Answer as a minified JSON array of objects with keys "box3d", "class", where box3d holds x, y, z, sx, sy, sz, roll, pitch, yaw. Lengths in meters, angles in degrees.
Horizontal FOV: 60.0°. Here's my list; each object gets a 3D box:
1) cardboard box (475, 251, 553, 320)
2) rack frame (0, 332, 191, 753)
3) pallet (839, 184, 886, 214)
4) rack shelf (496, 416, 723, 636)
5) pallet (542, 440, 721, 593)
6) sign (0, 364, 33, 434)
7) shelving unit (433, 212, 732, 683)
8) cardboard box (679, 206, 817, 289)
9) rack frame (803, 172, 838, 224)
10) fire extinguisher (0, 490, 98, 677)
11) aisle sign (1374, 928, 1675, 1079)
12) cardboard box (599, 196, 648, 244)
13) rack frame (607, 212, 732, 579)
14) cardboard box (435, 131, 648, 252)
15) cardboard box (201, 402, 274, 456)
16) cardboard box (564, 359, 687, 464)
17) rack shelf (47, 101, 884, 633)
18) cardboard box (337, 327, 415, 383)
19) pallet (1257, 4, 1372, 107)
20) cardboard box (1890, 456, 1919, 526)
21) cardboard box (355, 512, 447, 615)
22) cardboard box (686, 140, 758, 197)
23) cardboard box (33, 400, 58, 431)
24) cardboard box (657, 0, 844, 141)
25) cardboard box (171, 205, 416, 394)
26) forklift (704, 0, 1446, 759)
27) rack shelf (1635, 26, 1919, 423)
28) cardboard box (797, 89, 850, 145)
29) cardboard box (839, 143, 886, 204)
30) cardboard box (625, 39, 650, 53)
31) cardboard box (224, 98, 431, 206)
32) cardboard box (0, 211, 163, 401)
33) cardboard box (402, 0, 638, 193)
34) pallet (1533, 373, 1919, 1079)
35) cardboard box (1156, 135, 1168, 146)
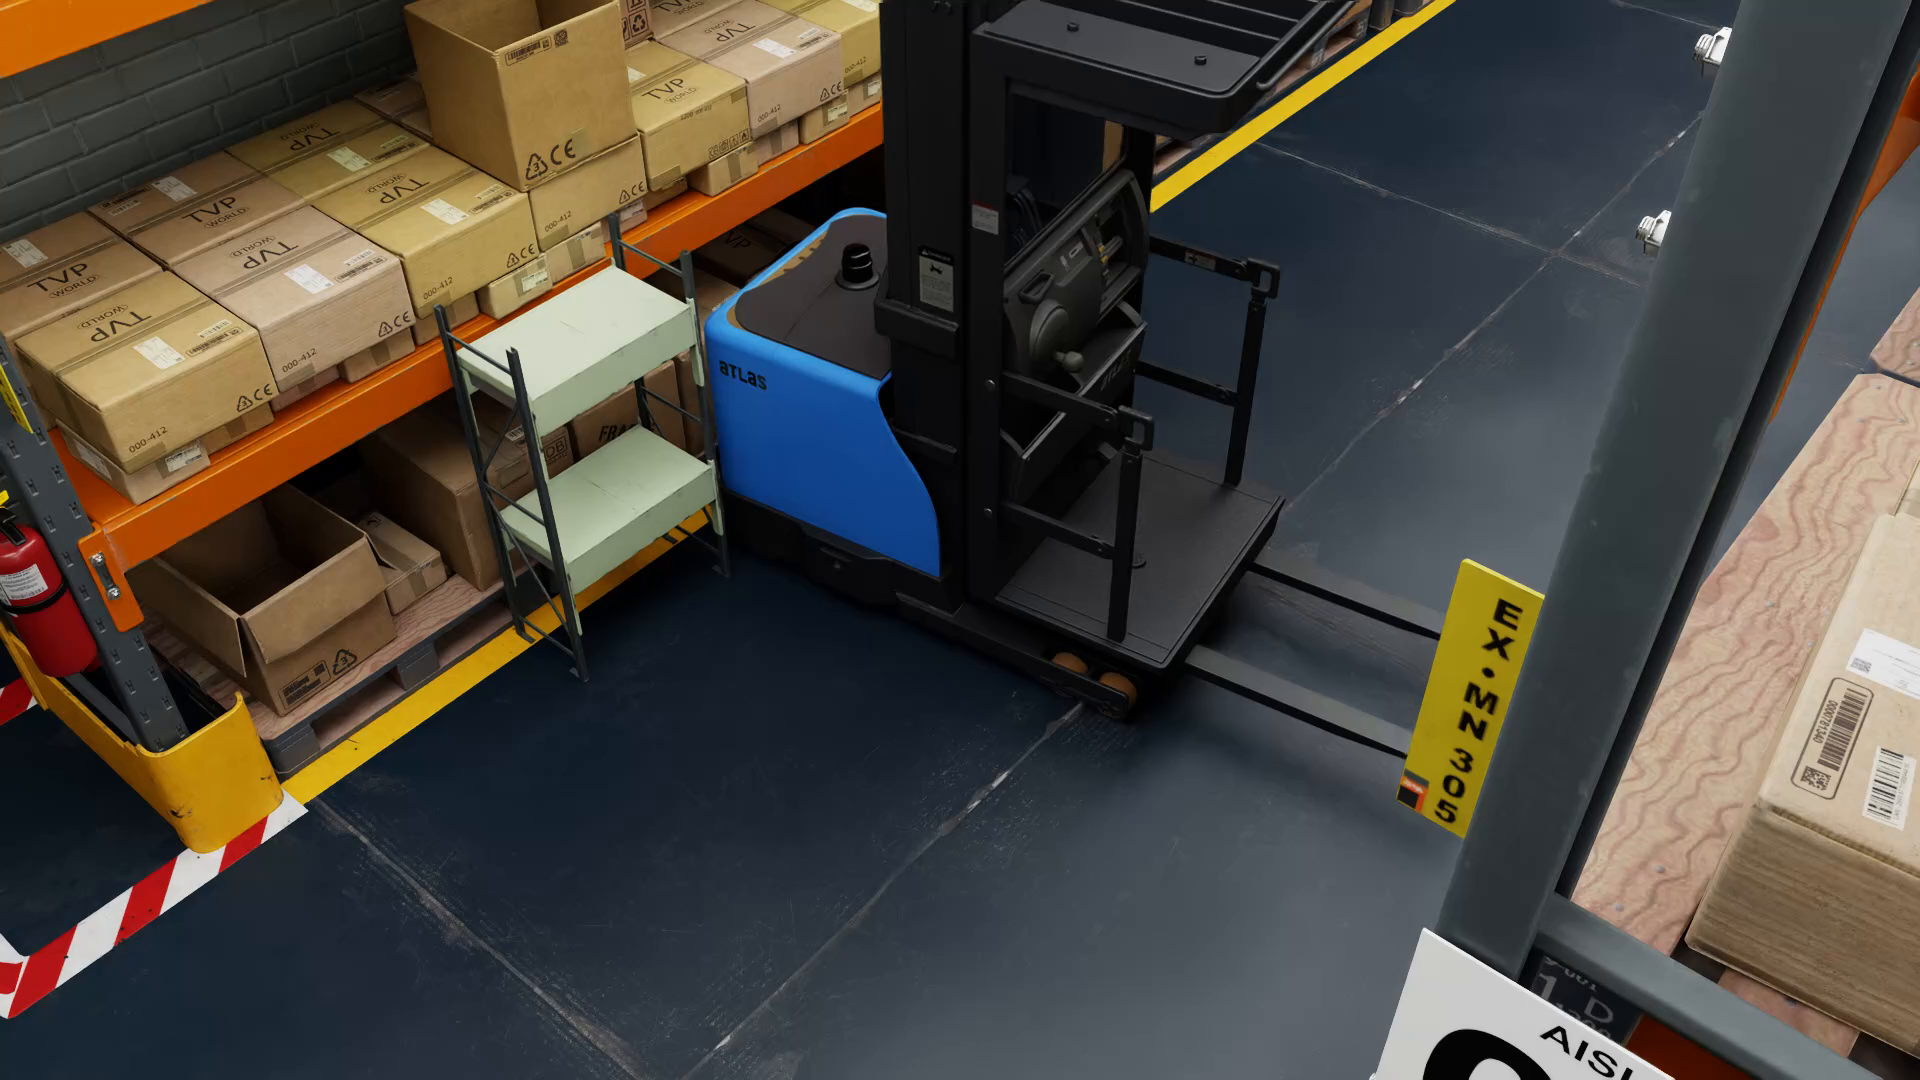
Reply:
[{"box3d":[-1.635,-0.939,5.739,0.380,0.149,0.250,28,49,27],"class":"cardboard box"},{"box3d":[-2.924,-0.339,4.893,1.000,3.000,0.127,29,50,28],"class":"rack frame"},{"box3d":[0.145,-1.802,8.575,1.003,0.211,1.213,29,50,28],"class":"pallet"},{"box3d":[-1.300,-0.063,6.189,0.431,0.370,0.720,29,50,28],"class":"rack shelf"},{"box3d":[-1.577,-0.383,7.014,1.003,0.211,1.213,29,50,28],"class":"pallet"},{"box3d":[-2.508,-0.425,4.344,0.100,0.325,0.005,29,50,28],"class":"sign"},{"box3d":[-1.300,-0.304,5.969,0.431,1.500,0.755,29,50,28],"class":"shelving unit"},{"box3d":[-0.955,-1.322,7.660,0.500,0.311,0.500,31,51,30],"class":"cardboard box"},{"box3d":[-0.349,-2.399,7.159,1.000,3.000,0.127,29,50,28],"class":"rack frame"},{"box3d":[-2.665,0.103,4.741,0.296,0.674,0.183,29,50,28],"class":"fire extinguisher"},{"box3d":[0.594,0.749,1.764,0.394,0.787,0.004,29,50,28],"class":"aisle sign"},{"box3d":[-1.368,-1.246,6.077,0.380,0.149,0.250,29,50,28],"class":"cardboard box"},{"box3d":[-1.065,-0.493,6.177,0.400,1.500,0.023,29,50,28],"class":"rack frame"},{"box3d":[-1.465,-1.305,5.846,0.500,0.250,0.500,28,49,27],"class":"cardboard box"},{"box3d":[-2.374,-0.448,5.199,0.380,0.149,0.250,31,51,29],"class":"cardboard box"},{"box3d":[-1.461,-0.496,6.612,0.500,0.500,0.500,30,50,29],"class":"cardboard box"},{"box3d":[-1.636,-1.103,6.268,1.077,0.370,4.000,29,50,28],"class":"rack shelf"},{"box3d":[-2.022,-0.702,5.479,0.380,0.149,0.250,31,51,30],"class":"cardboard box"},{"box3d":[1.715,-3.059,9.957,1.003,0.211,1.213,29,50,28],"class":"pallet"},{"box3d":[1.307,0.078,2.006,0.380,0.149,0.250,26,48,26],"class":"cardboard box"},{"box3d":[-2.154,0.084,6.234,0.380,0.149,0.250,28,49,27],"class":"cardboard box"},{"box3d":[-0.993,-1.478,6.332,0.380,0.149,0.250,29,50,28],"class":"cardboard box"},{"box3d":[-2.916,-0.533,5.293,0.380,0.149,0.250,29,50,28],"class":"cardboard box"},{"box3d":[-0.801,-1.821,6.414,0.500,0.250,0.500,30,50,29],"class":"cardboard box"},{"box3d":[-2.101,-0.770,5.258,0.500,0.250,0.500,30,50,29],"class":"cardboard box"},{"box3d":[0.575,-0.850,5.507,3.031,2.935,1.130,22,47,22],"class":"forklift"},{"box3d":[2.165,-1.027,2.023,1.077,0.370,4.000,29,50,28],"class":"rack shelf"},{"box3d":[-0.661,-1.745,6.626,0.380,0.149,0.250,31,51,29],"class":"cardboard box"},{"box3d":[-0.260,-2.010,8.277,0.500,0.500,0.500,29,50,28],"class":"cardboard box"},{"box3d":[-1.526,-1.789,6.378,0.500,0.250,0.500,31,50,29],"class":"cardboard box"},{"box3d":[-2.176,-1.263,5.800,0.500,0.250,0.500,31,51,30],"class":"cardboard box"},{"box3d":[-2.831,-0.745,5.231,0.500,0.250,0.500,31,51,30],"class":"cardboard box"},{"box3d":[-1.460,-1.561,5.570,0.500,0.500,0.500,31,51,29],"class":"cardboard box"},{"box3d":[1.347,0.344,1.978,1.003,0.211,1.213,29,50,28],"class":"pallet"},{"box3d":[0.794,-2.315,8.612,0.500,0.500,0.500,28,49,27],"class":"cardboard box"}]
